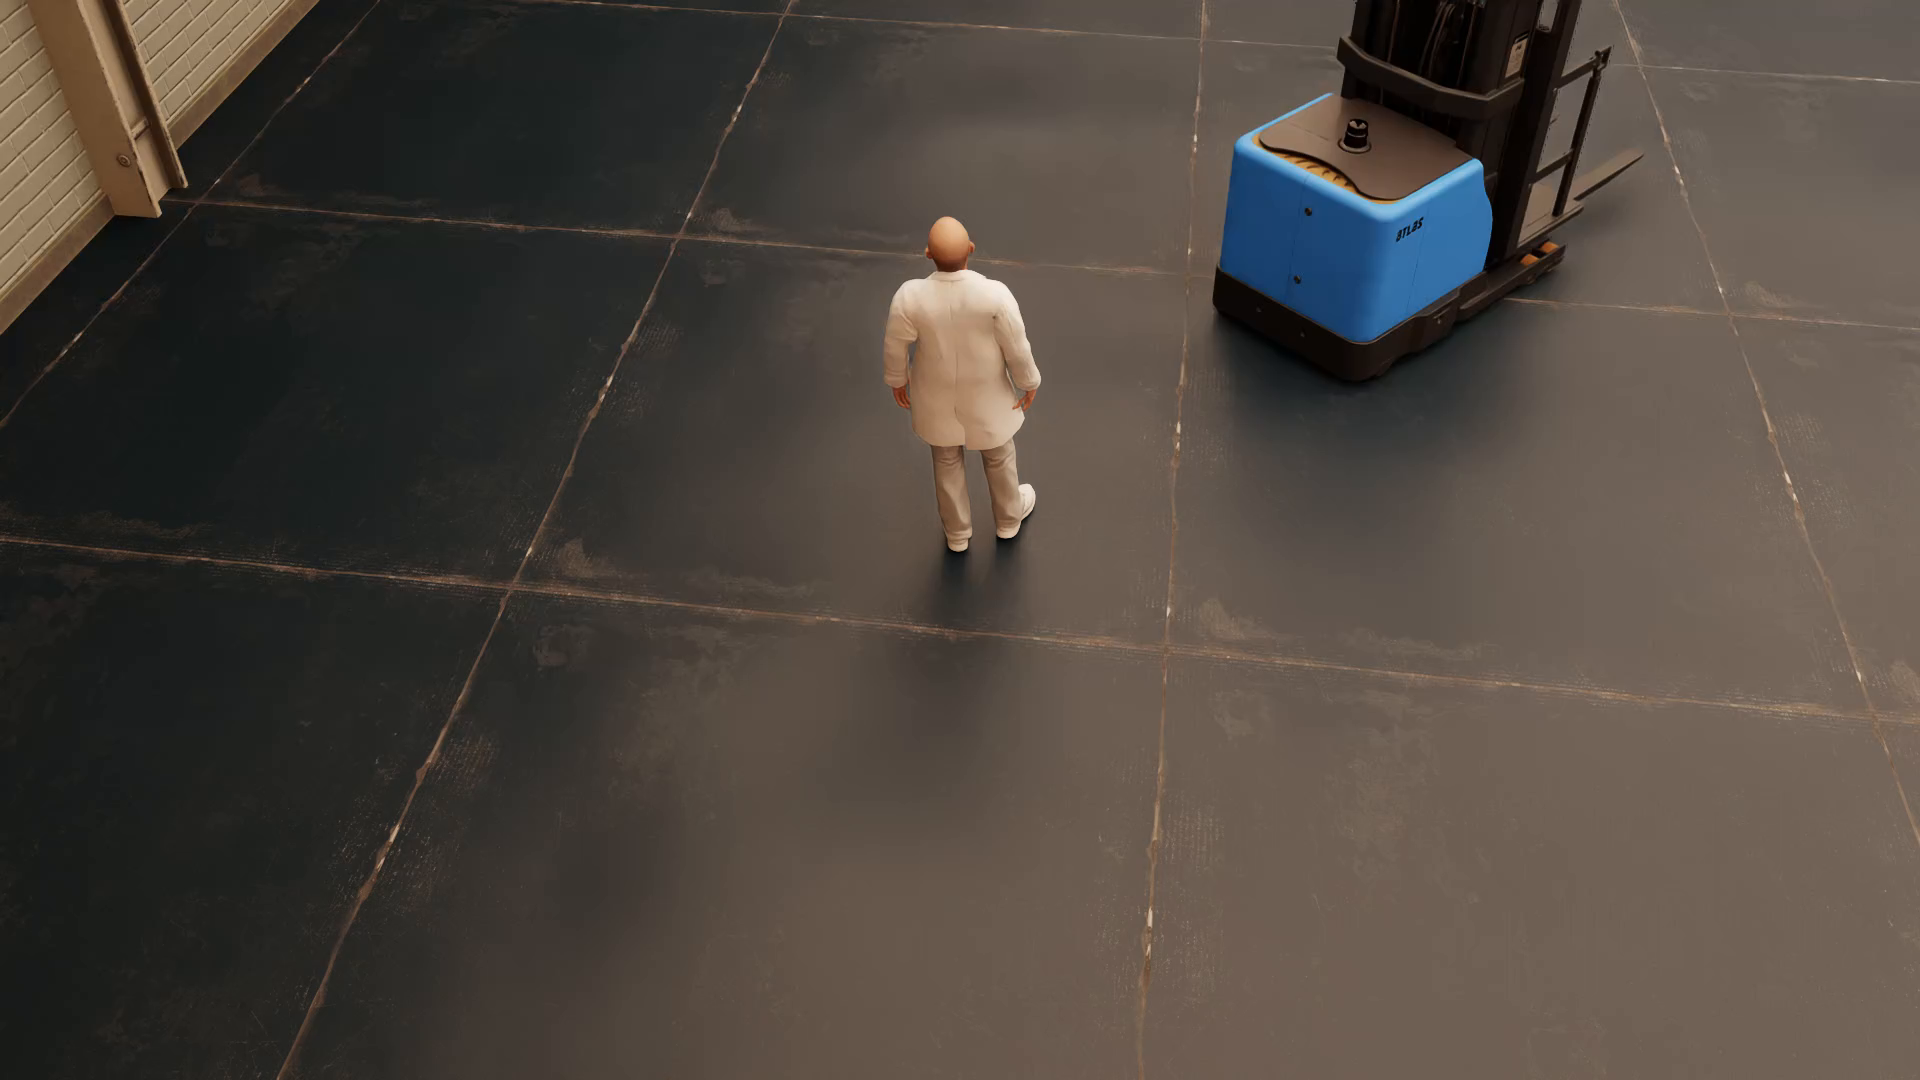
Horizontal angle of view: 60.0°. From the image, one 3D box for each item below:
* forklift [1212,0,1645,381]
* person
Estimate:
[{"bbox_3d":[2.832,-2.773,8.743,3.031,2.935,1.130,-31,51,-29],"label":"forklift"},{"bbox_3d":[0.017,-0.720,7.350,0.694,1.776,0.581,5,43,6],"label":"person"}]
